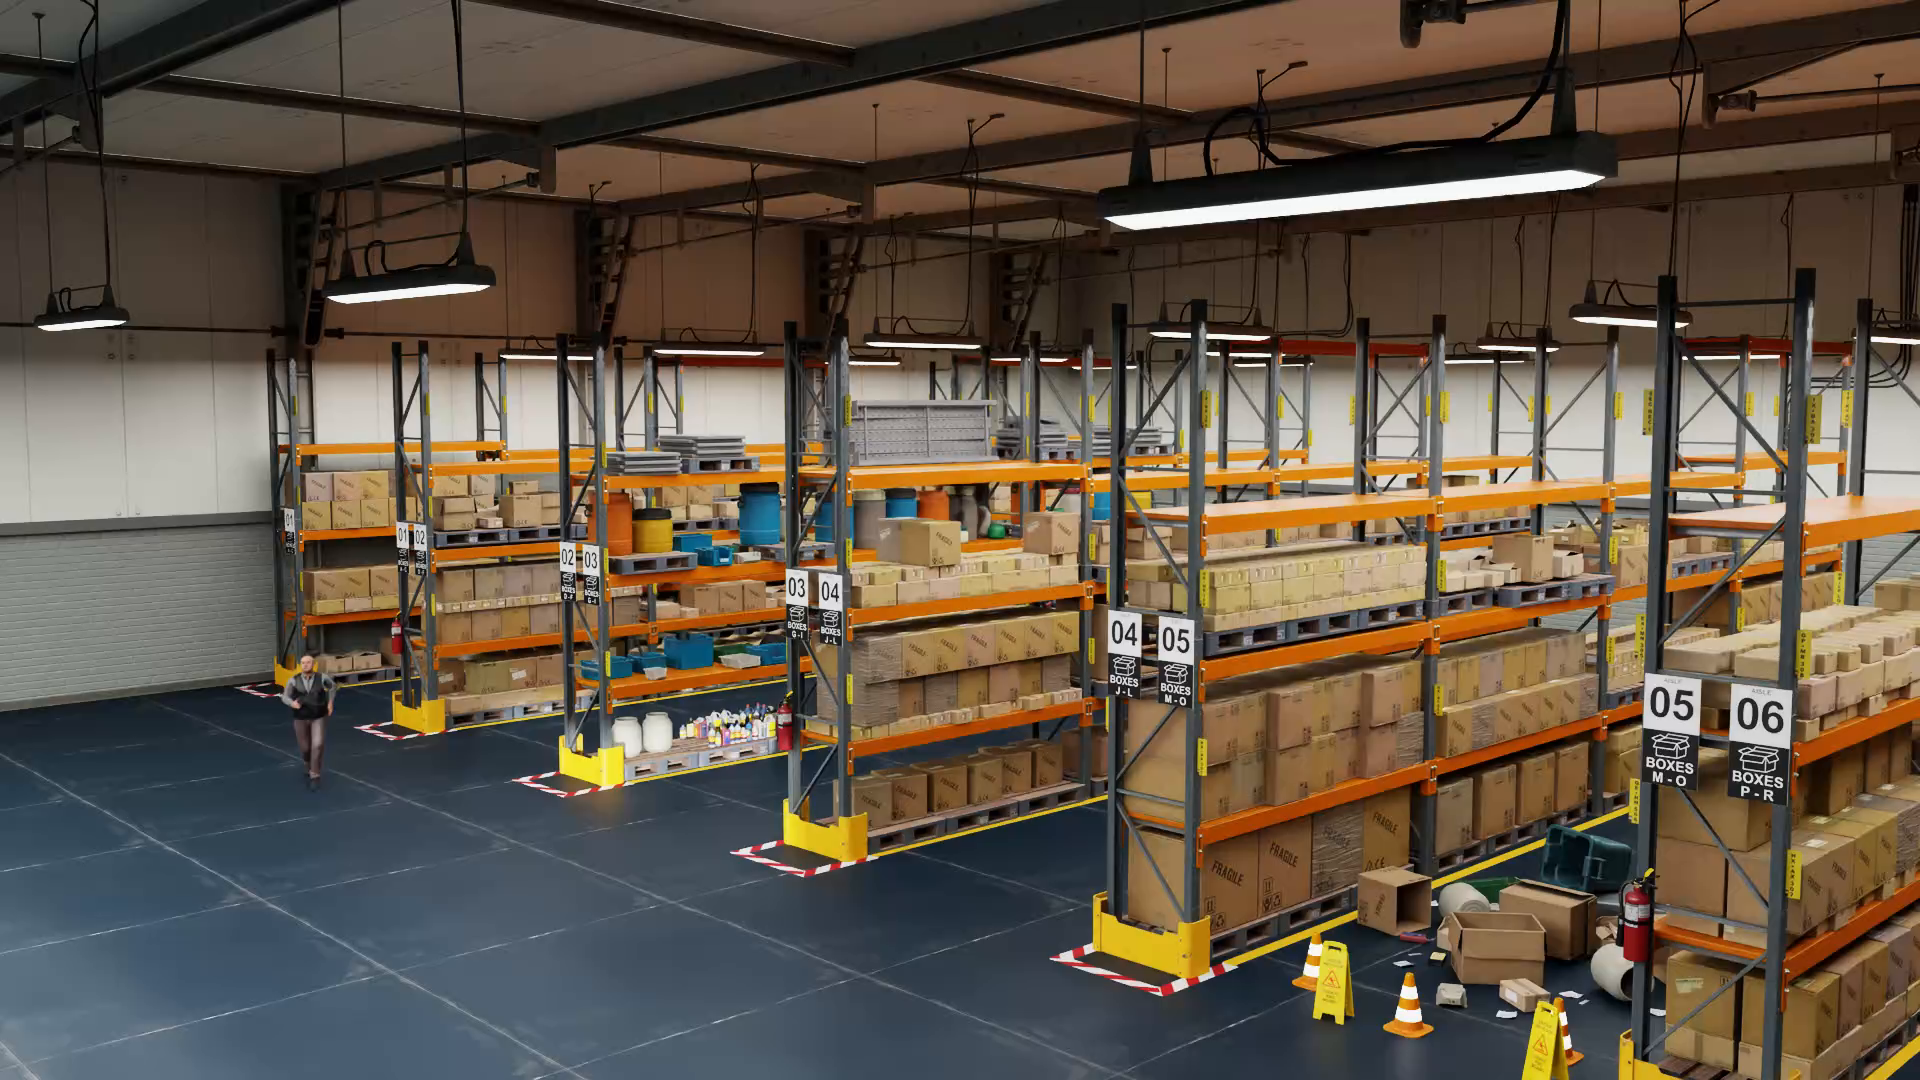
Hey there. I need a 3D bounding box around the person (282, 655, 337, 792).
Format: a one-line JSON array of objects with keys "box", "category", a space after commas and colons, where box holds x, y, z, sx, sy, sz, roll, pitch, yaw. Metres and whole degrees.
[{"box": [-8.631, 2.392, 22.070, 0.672, 1.735, 0.963, -1, 5, -16], "category": "person"}]

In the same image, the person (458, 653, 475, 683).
[{"box": [-8.461, 1.885, 28.461, 0.549, 1.625, 0.582, 3, 6, 30], "category": "person"}]
